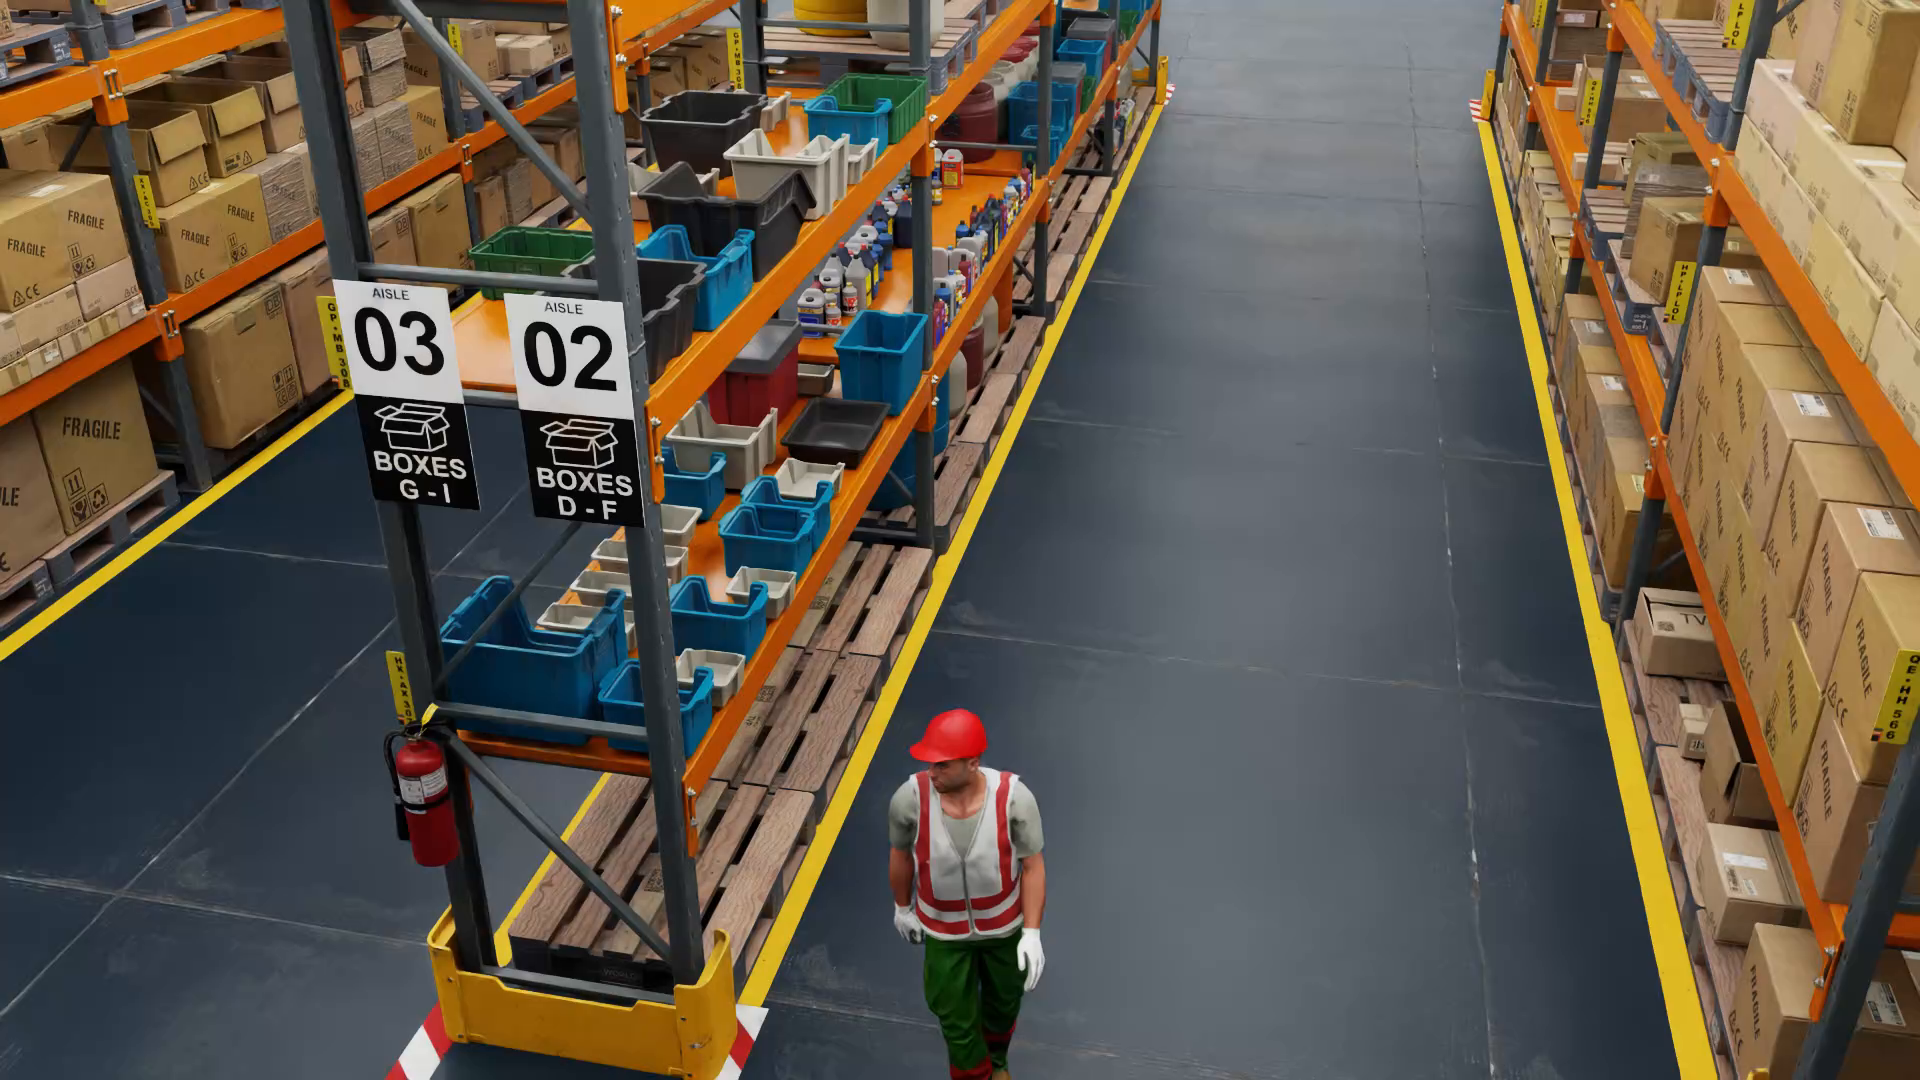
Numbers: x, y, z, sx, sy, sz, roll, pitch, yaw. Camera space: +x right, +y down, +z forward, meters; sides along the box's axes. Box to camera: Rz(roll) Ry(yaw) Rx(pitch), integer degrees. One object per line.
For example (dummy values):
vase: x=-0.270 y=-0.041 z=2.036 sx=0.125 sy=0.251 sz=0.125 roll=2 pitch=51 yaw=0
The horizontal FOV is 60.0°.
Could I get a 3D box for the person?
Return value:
person: x=0.030 y=1.441 z=5.932 sx=0.553 sy=1.799 sz=0.602 roll=-2 pitch=29 yaw=-3
